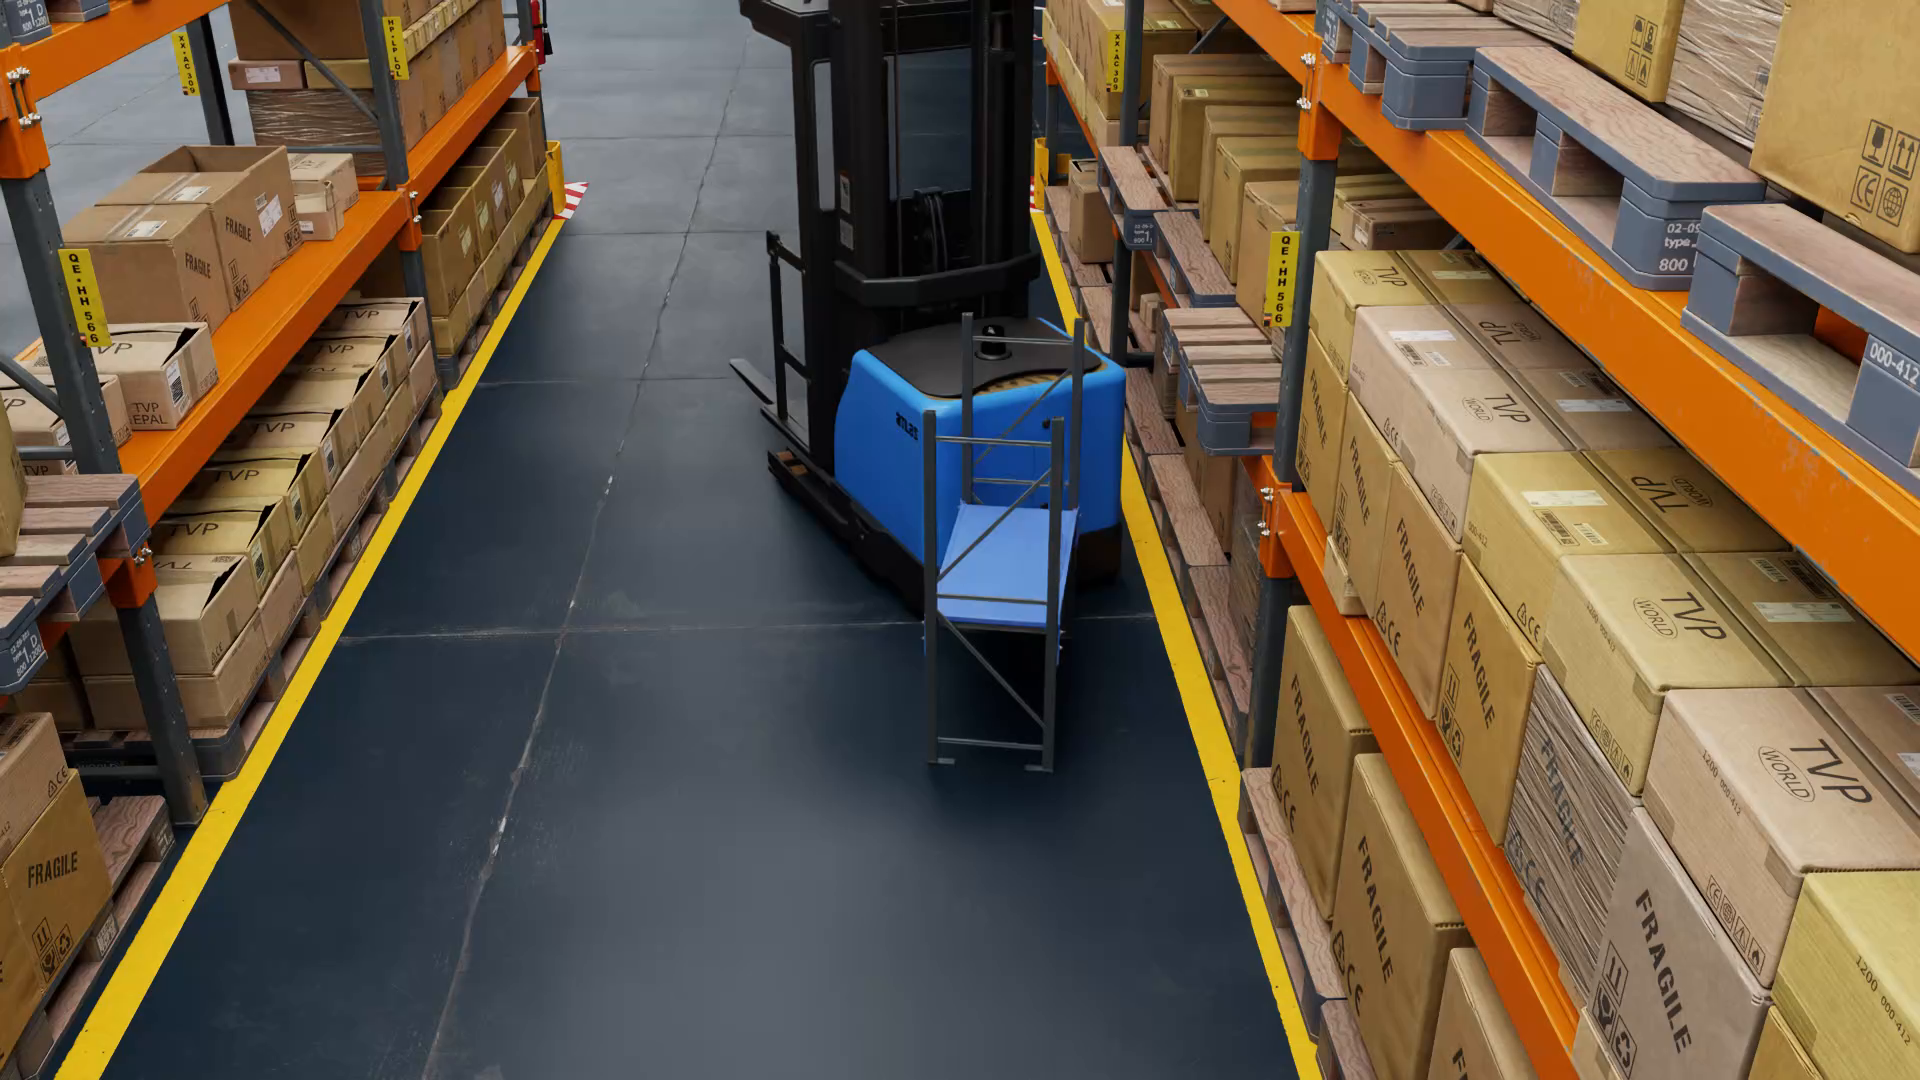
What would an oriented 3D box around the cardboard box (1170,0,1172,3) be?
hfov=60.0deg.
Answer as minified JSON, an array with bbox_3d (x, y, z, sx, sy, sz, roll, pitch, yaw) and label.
[{"bbox_3d":[1.536,-3.211,10.492,0.500,0.500,0.500,-1,28,-1],"label":"cardboard box"}]

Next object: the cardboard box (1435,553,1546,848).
[{"bbox_3d":[1.452,0.360,3.865,0.500,0.500,0.500,-1,28,-1],"label":"cardboard box"}]

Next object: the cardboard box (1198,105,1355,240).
[{"bbox_3d":[1.476,-1.686,7.656,0.700,0.500,0.500,2,28,4],"label":"cardboard box"}]

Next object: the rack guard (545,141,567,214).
[{"bbox_3d":[-3.761,-2.873,13.218,1.175,0.500,0.348,-1,28,-3],"label":"rack guard"}]

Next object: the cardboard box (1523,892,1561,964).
[{"bbox_3d":[1.491,0.815,3.693,0.380,0.149,0.250,-2,28,-4],"label":"cardboard box"}]

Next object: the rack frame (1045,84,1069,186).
[{"bbox_3d":[1.187,-4.092,12.852,1.000,3.000,0.127,-1,28,-3],"label":"rack frame"}]

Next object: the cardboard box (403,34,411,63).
[{"bbox_3d":[-3.400,-2.819,9.602,0.380,0.149,0.250,-2,28,-4],"label":"cardboard box"}]

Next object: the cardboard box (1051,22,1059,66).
[{"bbox_3d":[0.937,-3.562,11.976,0.500,0.250,0.500,-2,28,-4],"label":"cardboard box"}]

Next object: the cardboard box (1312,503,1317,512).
[{"bbox_3d":[1.390,-0.137,5.519,0.380,0.149,0.250,-2,28,-3],"label":"cardboard box"}]

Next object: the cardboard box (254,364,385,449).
[{"bbox_3d":[-3.186,-0.688,8.239,0.500,0.311,0.500,-1,28,-3],"label":"cardboard box"}]

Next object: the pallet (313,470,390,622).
[{"bbox_3d":[-3.407,0.017,7.989,1.003,0.211,1.213,-1,28,-3],"label":"pallet"}]

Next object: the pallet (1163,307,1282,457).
[{"bbox_3d":[1.461,-0.639,6.439,1.213,0.211,1.003,-1,28,-3],"label":"pallet"}]

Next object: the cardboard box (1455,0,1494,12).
[{"bbox_3d":[1.687,-1.748,4.531,0.700,0.500,0.500,-3,28,-7],"label":"cardboard box"}]

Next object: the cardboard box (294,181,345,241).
[{"bbox_3d":[-3.322,-1.662,8.338,0.396,0.266,0.258,-2,28,-4],"label":"cardboard box"}]

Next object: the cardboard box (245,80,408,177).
[{"bbox_3d":[-3.580,-2.372,9.447,0.700,0.500,0.500,-2,28,-4],"label":"cardboard box"}]

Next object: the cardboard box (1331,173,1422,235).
[{"bbox_3d":[1.525,-1.231,6.081,0.380,0.149,0.250,-6,28,-11],"label":"cardboard box"}]

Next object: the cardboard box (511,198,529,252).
[{"bbox_3d":[-3.371,-2.235,11.812,0.500,0.250,0.500,-1,28,-3],"label":"cardboard box"}]

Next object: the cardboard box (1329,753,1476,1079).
[{"bbox_3d":[1.551,1.117,4.735,0.750,0.750,0.750,-2,28,-3],"label":"cardboard box"}]

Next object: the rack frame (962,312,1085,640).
[{"bbox_3d":[0.258,-0.242,7.092,0.500,1.500,0.032,4,28,7],"label":"rack frame"}]

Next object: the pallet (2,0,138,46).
[{"bbox_3d":[-3.467,-1.833,5.482,1.213,0.211,1.003,0,28,0],"label":"pallet"}]

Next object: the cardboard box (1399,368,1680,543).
[{"bbox_3d":[1.430,-0.220,4.166,0.500,0.250,0.500,-1,28,-2],"label":"cardboard box"}]

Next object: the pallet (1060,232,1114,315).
[{"bbox_3d":[1.259,-1.882,11.631,1.003,0.211,1.213,-1,28,-3],"label":"pallet"}]

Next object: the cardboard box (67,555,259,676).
[{"bbox_3d":[-3.076,0.259,6.422,0.500,0.311,0.500,0,28,-1],"label":"cardboard box"}]

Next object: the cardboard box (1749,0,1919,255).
[{"bbox_3d":[1.783,-0.784,2.682,0.700,0.500,0.500,-2,28,-4],"label":"cardboard box"}]

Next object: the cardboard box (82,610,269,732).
[{"bbox_3d":[-3.076,0.508,6.552,0.500,0.250,0.500,-1,28,-3],"label":"cardboard box"}]

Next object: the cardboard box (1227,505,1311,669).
[{"bbox_3d":[1.515,0.185,6.879,0.700,0.500,0.500,-1,28,-2],"label":"cardboard box"}]

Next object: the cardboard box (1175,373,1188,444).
[{"bbox_3d":[1.528,-0.754,8.680,0.700,0.500,0.500,-2,28,-4],"label":"cardboard box"}]

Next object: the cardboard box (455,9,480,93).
[{"bbox_3d":[-3.696,-3.327,11.277,0.700,0.500,0.500,-1,28,-2],"label":"cardboard box"}]

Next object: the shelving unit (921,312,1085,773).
[{"bbox_3d":[0.188,-0.009,6.645,0.538,1.500,1.048,4,28,7],"label":"shelving unit"}]

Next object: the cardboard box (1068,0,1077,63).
[{"bbox_3d":[0.987,-3.434,10.919,0.500,0.500,0.500,-1,28,-1],"label":"cardboard box"}]

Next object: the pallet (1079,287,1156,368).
[{"bbox_3d":[1.325,-1.317,10.548,1.003,0.211,1.213,-1,28,-3],"label":"pallet"}]

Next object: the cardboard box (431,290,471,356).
[{"bbox_3d":[-3.272,-1.312,10.041,0.500,0.250,0.500,-1,28,-3],"label":"cardboard box"}]

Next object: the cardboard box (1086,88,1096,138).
[{"bbox_3d":[1.051,-2.629,10.187,0.500,0.250,0.500,-1,28,-2],"label":"cardboard box"}]

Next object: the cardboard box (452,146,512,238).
[{"bbox_3d":[-3.343,-2.337,11.196,0.500,0.500,0.500,-1,28,-3],"label":"cardboard box"}]

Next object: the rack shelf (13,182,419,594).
[{"bbox_3d":[-3.447,-0.881,7.473,1.077,0.370,4.000,-1,28,-3],"label":"rack shelf"}]

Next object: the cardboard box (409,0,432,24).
[{"bbox_3d":[-3.634,-3.412,10.037,0.700,0.500,0.500,-1,28,-3],"label":"cardboard box"}]

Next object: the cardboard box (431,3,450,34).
[{"bbox_3d":[-3.456,-3.299,10.522,0.380,0.149,0.250,-2,28,-3],"label":"cardboard box"}]

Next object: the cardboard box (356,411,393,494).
[{"bbox_3d":[-3.188,-0.436,8.361,0.500,0.250,0.500,-1,28,-2],"label":"cardboard box"}]

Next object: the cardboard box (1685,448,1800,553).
[{"bbox_3d":[1.961,0.000,3.745,0.500,0.250,0.500,-2,28,-4],"label":"cardboard box"}]

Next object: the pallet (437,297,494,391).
[{"bbox_3d":[-3.551,-1.255,10.428,1.003,0.211,1.213,-1,28,-3],"label":"pallet"}]

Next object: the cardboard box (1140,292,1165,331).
[{"bbox_3d":[1.338,-1.430,10.336,0.380,0.166,0.250,-5,28,-9],"label":"cardboard box"}]

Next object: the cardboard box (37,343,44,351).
[{"bbox_3d":[-3.465,-0.752,6.720,0.380,0.149,0.250,1,28,1],"label":"cardboard box"}]

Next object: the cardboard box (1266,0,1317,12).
[{"bbox_3d":[1.297,-2.023,5.715,0.500,0.311,0.500,-1,28,-3],"label":"cardboard box"}]

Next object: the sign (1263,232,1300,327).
[{"bbox_3d":[1.063,-0.858,5.485,0.100,0.325,0.005,-1,28,-3],"label":"sign"}]

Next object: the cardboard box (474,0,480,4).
[{"bbox_3d":[-3.510,-3.775,11.435,0.380,0.149,0.250,-1,28,-2],"label":"cardboard box"}]

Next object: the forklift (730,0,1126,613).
[{"bbox_3d":[-0.365,-1.612,8.171,1.130,2.935,3.031,-13,30,-24],"label":"forklift"}]

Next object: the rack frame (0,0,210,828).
[{"bbox_3d":[-3.342,-0.276,5.535,1.000,3.000,0.127,-1,28,-3],"label":"rack frame"}]

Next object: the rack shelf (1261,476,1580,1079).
[{"bbox_3d":[1.709,0.845,4.164,1.077,0.370,4.000,-1,28,-3],"label":"rack shelf"}]
